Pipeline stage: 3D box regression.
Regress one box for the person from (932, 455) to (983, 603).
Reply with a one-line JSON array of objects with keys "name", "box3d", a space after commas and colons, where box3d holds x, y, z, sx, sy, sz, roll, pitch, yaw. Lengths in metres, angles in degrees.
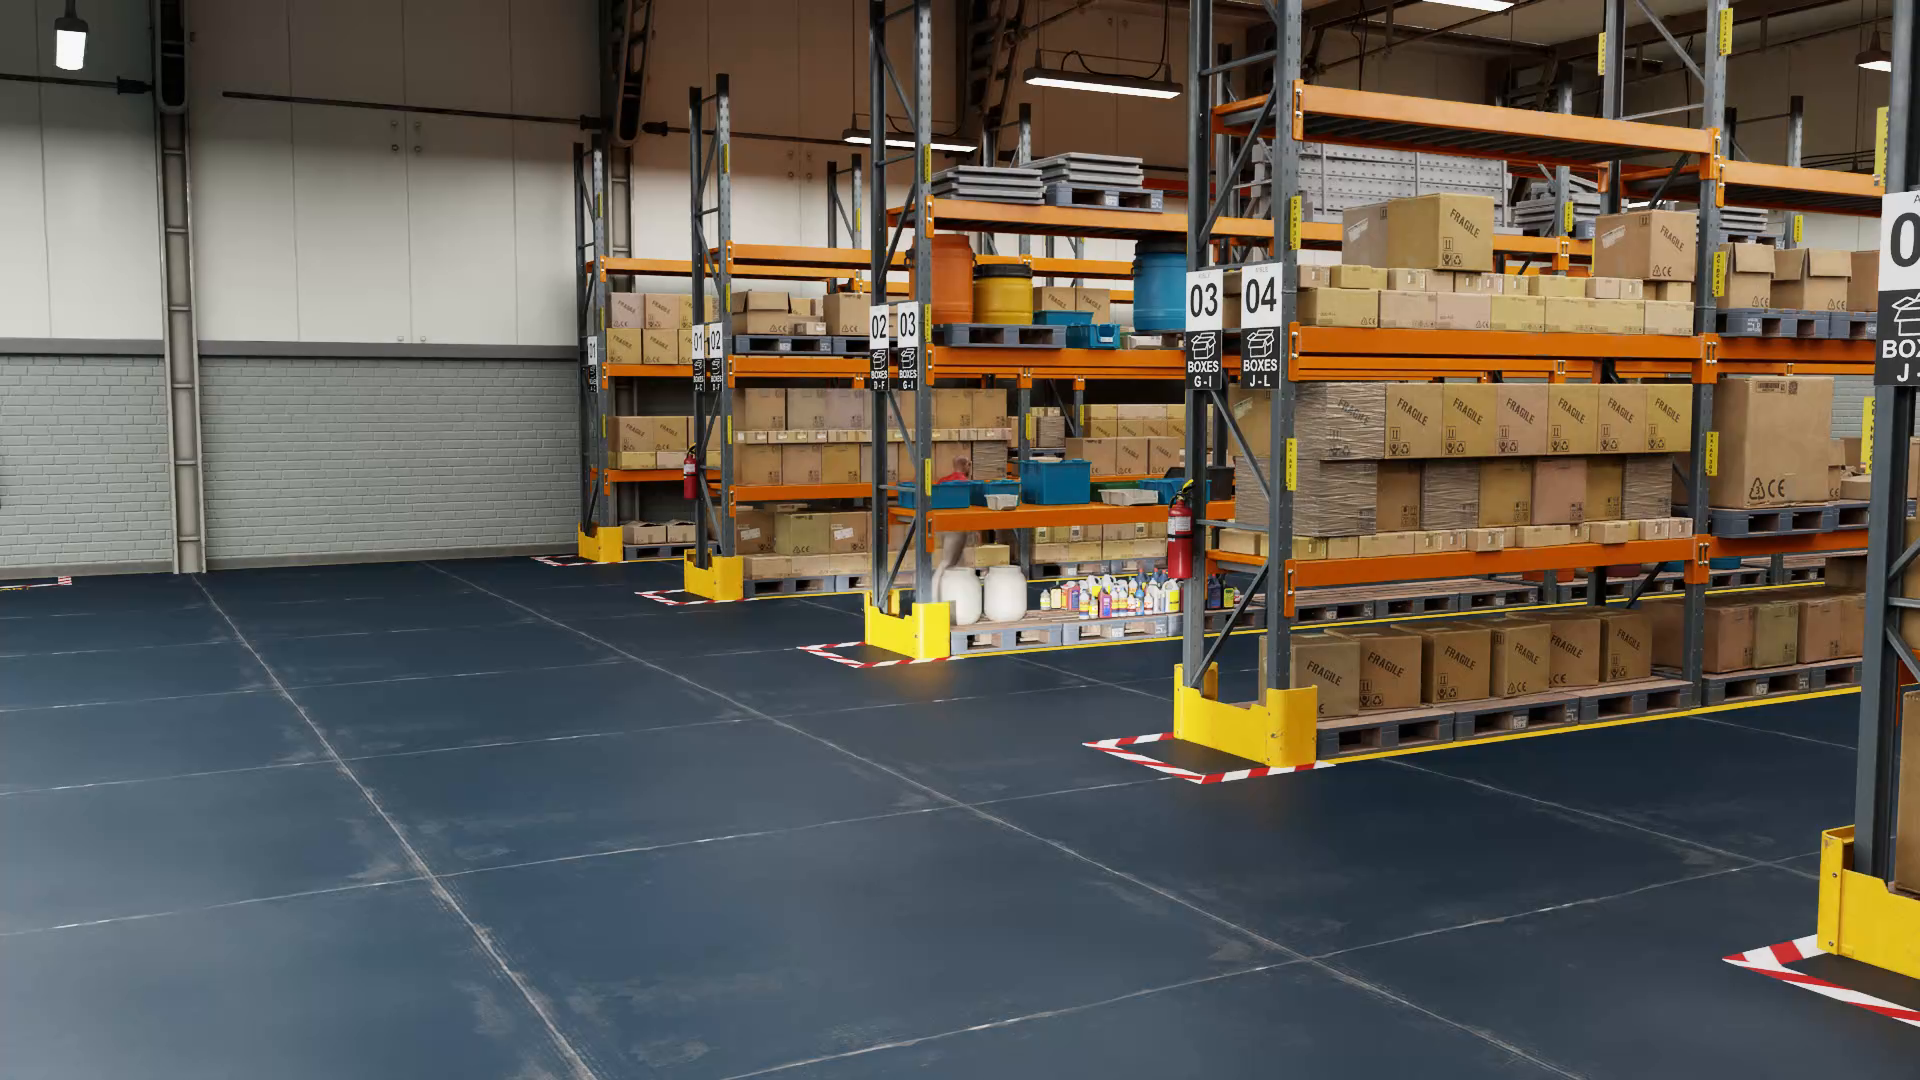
[{"name": "person", "box3d": [-0.001, -0.125, 18.703, 0.979, 1.664, 0.570, -4, 7, -41]}]
